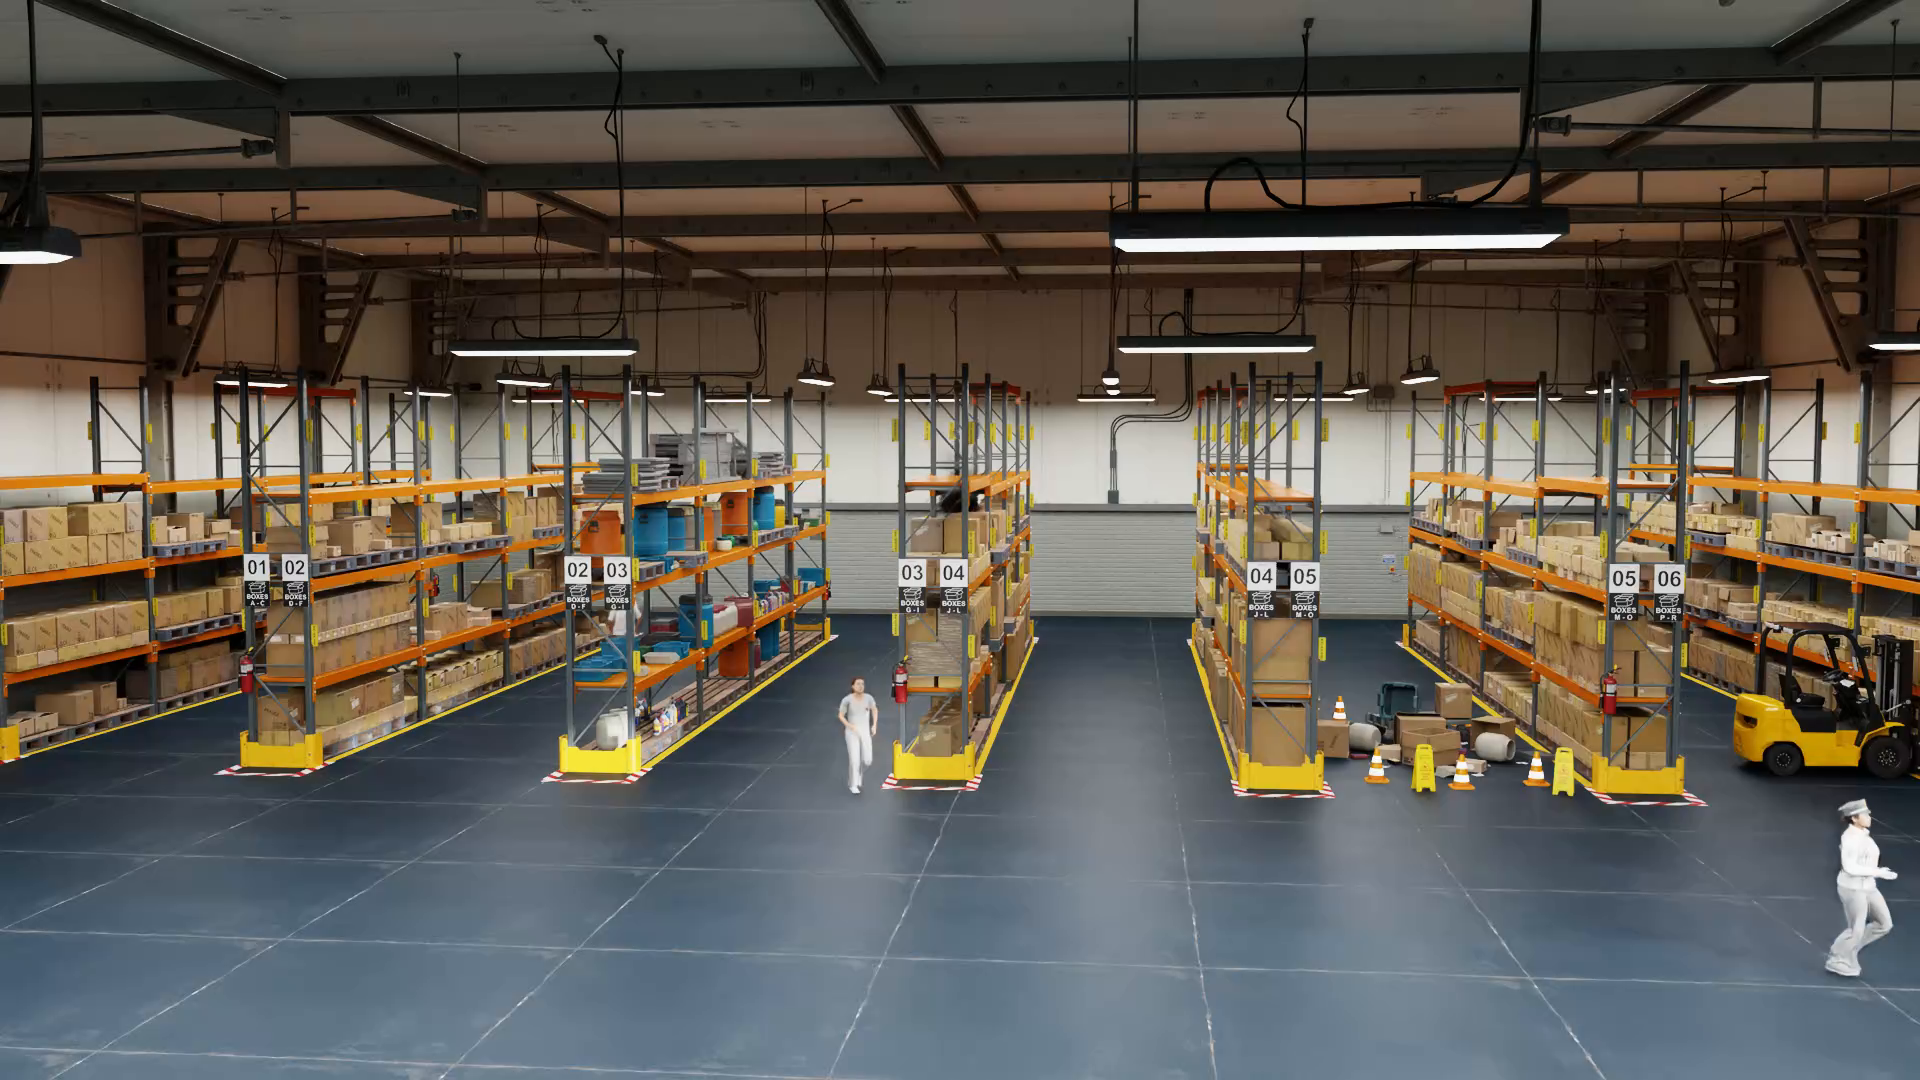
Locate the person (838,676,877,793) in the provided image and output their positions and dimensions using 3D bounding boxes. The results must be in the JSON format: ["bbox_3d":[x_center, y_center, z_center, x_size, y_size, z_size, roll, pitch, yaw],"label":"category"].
[{"bbox_3d":[-1.405,2.702,23.179,0.600,1.632,0.575,-1,4,-22],"label":"person"}]

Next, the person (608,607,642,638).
[{"bbox_3d":[-6.891,1.943,34.215,0.698,1.735,0.787,-1,4,-9],"label":"person"}]

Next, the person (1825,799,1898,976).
[{"bbox_3d":[8.276,3.183,15.216,0.599,1.656,0.591,4,5,44],"label":"person"}]
